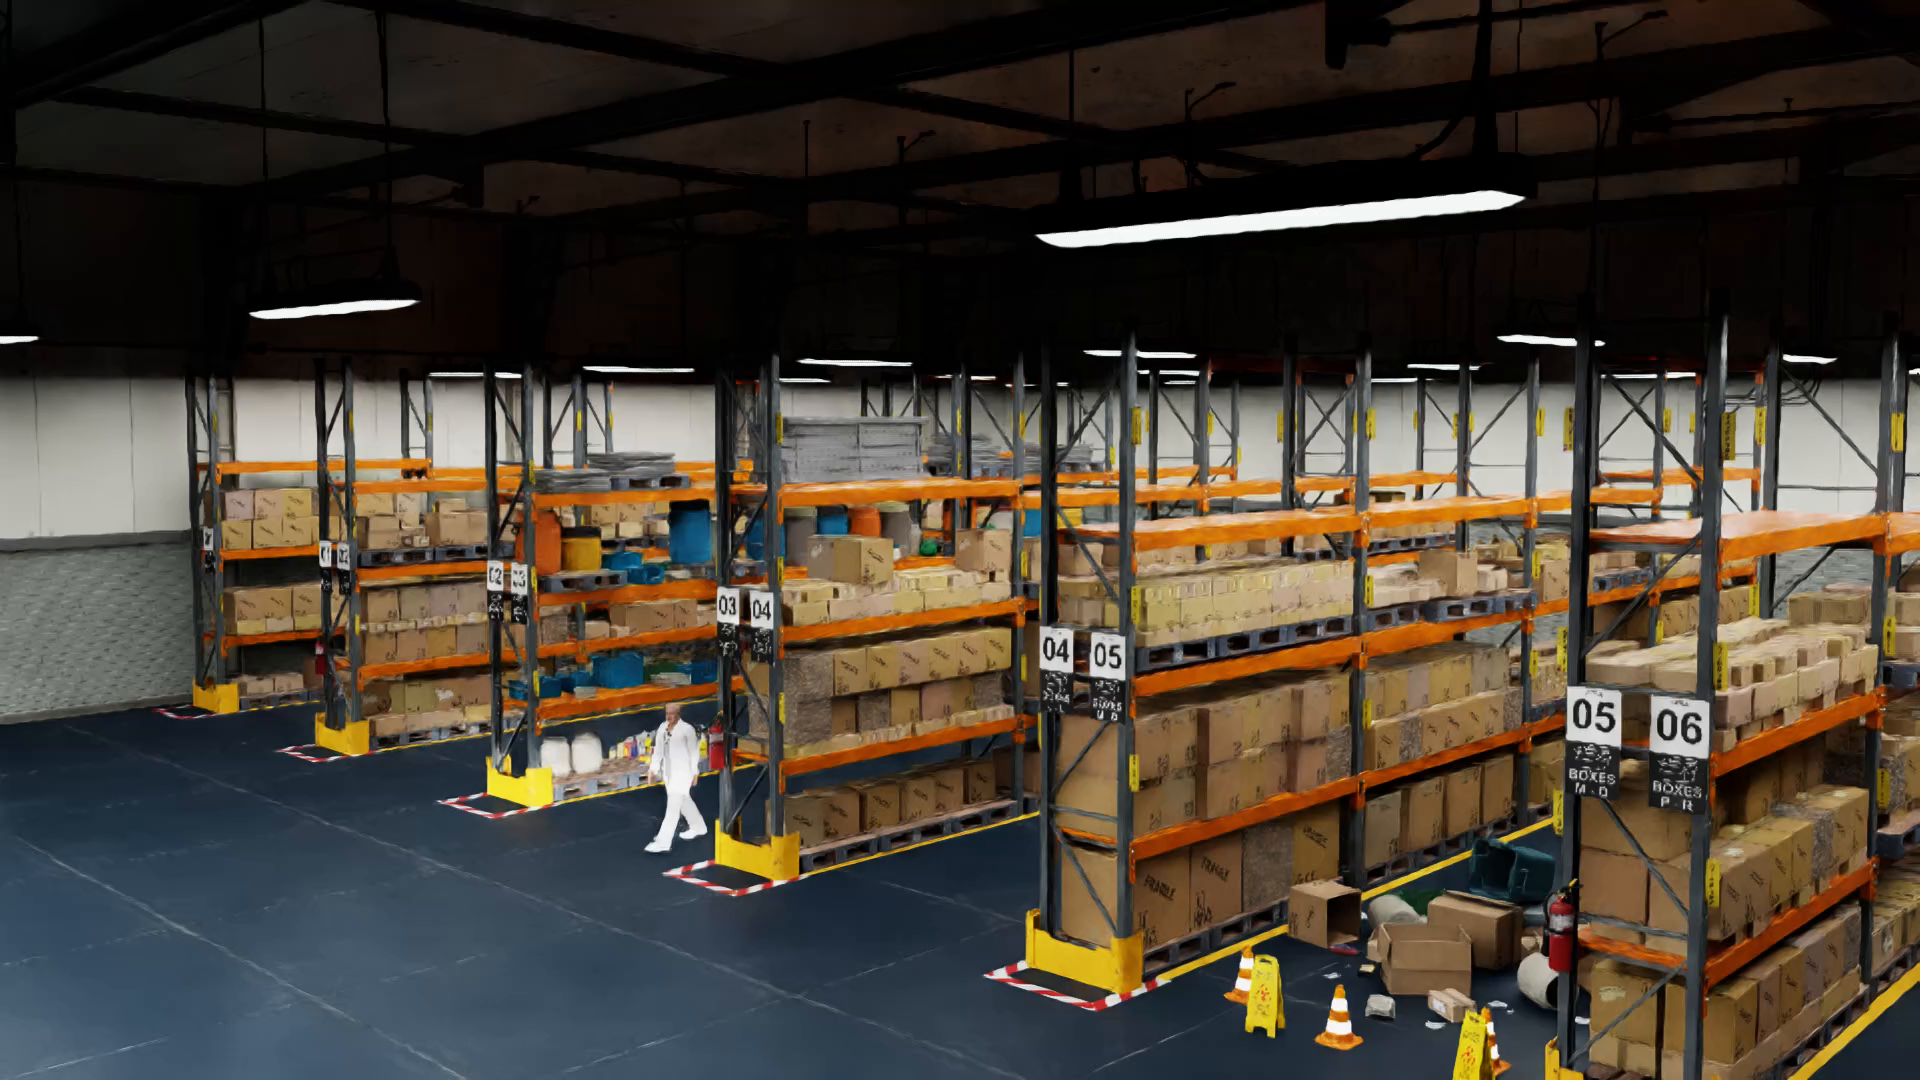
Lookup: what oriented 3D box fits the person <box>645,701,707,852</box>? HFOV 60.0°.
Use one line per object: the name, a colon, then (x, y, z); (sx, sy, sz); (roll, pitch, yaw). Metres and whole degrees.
person: (-3.411, 2.821, 19.752); (0.551, 1.623, 1.069); (4, 6, 39)
